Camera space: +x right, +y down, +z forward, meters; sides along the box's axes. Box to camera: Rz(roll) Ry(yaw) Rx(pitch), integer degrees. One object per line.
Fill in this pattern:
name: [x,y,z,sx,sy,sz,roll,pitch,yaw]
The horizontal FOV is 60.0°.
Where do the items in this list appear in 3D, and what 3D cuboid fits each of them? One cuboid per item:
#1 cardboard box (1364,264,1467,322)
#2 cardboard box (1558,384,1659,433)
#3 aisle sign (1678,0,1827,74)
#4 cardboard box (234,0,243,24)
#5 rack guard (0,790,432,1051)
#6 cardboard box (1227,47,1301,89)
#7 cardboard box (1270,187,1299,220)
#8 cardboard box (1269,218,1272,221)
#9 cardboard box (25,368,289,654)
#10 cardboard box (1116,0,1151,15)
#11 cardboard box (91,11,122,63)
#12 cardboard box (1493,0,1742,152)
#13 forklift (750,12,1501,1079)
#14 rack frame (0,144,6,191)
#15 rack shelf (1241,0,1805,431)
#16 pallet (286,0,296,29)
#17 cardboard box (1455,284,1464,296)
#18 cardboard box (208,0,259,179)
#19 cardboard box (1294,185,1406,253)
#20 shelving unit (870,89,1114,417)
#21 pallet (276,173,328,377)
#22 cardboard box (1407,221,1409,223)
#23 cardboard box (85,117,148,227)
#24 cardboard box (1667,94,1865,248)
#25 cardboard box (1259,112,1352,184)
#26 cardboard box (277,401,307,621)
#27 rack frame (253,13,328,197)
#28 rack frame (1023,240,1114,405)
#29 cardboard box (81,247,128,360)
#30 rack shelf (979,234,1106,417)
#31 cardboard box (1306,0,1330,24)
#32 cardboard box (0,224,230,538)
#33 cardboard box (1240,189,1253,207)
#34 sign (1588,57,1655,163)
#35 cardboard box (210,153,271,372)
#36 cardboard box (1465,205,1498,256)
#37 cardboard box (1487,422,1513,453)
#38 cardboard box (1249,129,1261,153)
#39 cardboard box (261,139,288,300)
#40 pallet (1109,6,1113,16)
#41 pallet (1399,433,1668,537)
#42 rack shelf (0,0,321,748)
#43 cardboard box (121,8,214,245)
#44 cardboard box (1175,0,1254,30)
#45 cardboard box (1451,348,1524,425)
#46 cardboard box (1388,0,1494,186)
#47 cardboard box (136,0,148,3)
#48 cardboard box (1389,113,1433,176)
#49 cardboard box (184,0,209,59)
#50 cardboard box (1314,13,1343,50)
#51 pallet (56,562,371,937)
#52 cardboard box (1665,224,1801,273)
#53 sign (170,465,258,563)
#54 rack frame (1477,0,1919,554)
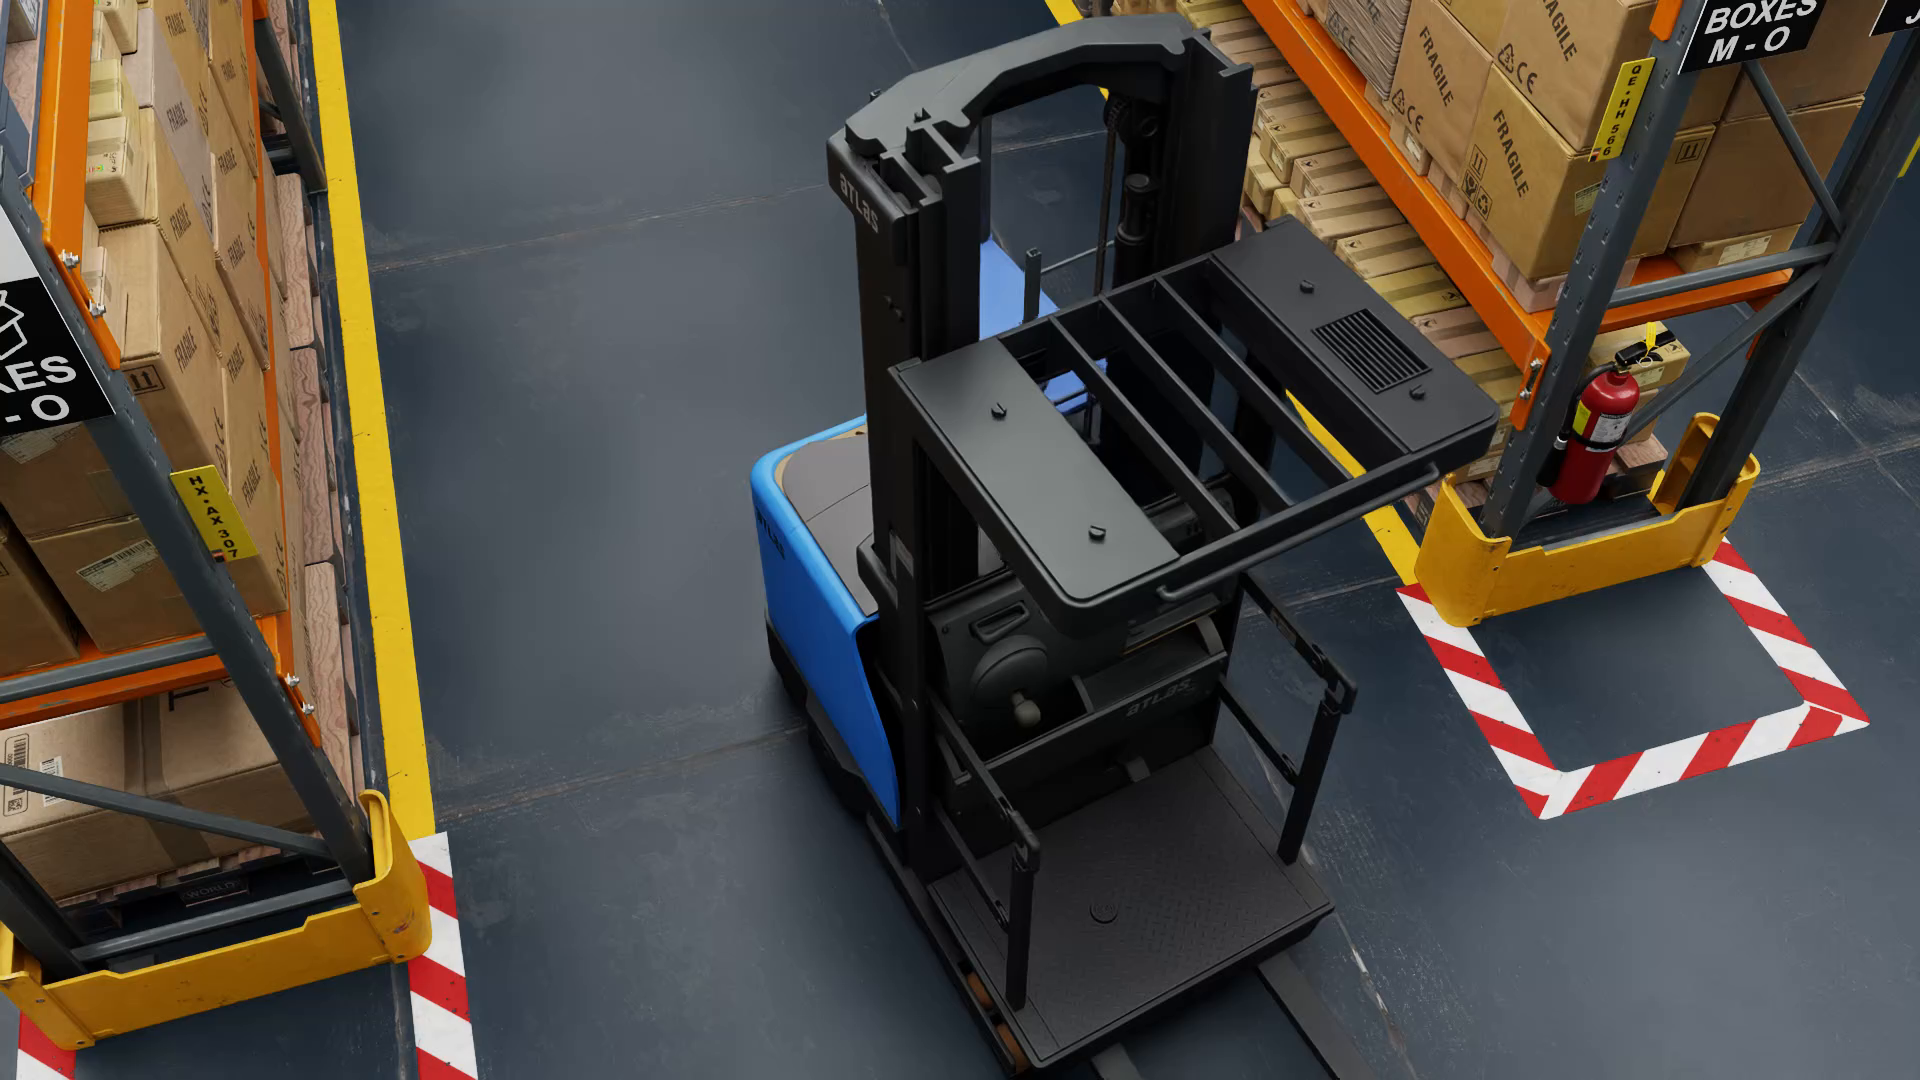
cardboard box: [1.756,-0.921,6.555,0.380,0.149,0.250,-14,51,-12]
cardboard box: [2.462,-0.579,6.462,0.380,0.149,0.250,-11,51,-9]
aisle sign: [2.107,-1.543,4.178,0.394,0.787,0.004,-13,51,-11]
cardboard box: [-3.129,-2.306,6.456,0.500,0.500,0.500,-13,51,-11]
rack guard: [-2.320,1.190,5.210,1.175,0.500,0.348,-13,51,-11]
cardboard box: [1.336,-2.080,7.532,0.380,0.149,0.250,-12,51,-10]
cardboard box: [1.564,-1.405,7.158,0.380,0.149,0.250,-11,51,-9]
cardboard box: [1.566,-1.311,7.273,0.380,0.149,0.250,-12,51,-10]
cardboard box: [-2.195,-0.081,4.581,0.500,0.500,0.500,-14,51,-11]
cardboard box: [0.990,-2.723,8.269,0.380,0.149,0.250,-11,51,-9]
cardboard box: [-2.503,-1.278,4.511,0.380,0.149,0.250,-13,51,-11]
cardboard box: [1.999,-1.555,4.974,0.500,0.500,0.500,-14,51,-12]
forklift: [0.464,0.293,4.376,1.130,2.935,3.031,-23,54,-18]
rack frame: [-2.327,-1.567,1.975,1.000,3.000,0.127,-13,51,-11]
rack shelf: [1.780,-2.055,6.781,1.077,0.370,4.000,-13,51,-11]
pallet: [-4.174,-3.095,9.011,1.003,0.211,1.213,-13,51,-11]
cardboard box: [2.316,-1.062,7.063,0.380,0.149,0.250,-13,51,-11]
cardboard box: [-2.808,-1.568,5.834,0.500,0.500,0.500,-14,51,-12]
cardboard box: [1.607,-1.308,6.881,0.380,0.149,0.250,-12,51,-10]
shelving unit: [0.166,-0.868,6.290,0.538,1.500,1.048,-25,54,-20]
pallet: [-3.360,-1.083,7.315,1.003,0.211,1.213,-13,51,-11]
cardboard box: [2.137,-1.335,7.099,0.380,0.149,0.250,-16,52,-13]
cardboard box: [-2.280,-0.910,4.201,0.380,0.149,0.250,-12,51,-10]
cardboard box: [2.503,-1.345,5.451,0.500,0.500,0.500,-11,51,-9]
cardboard box: [1.531,-1.710,7.220,0.380,0.149,0.250,-13,51,-11]
cardboard box: [-2.896,-0.069,6.037,0.875,0.438,0.875,-12,51,-10]
rack frame: [-3.510,-2.555,6.731,1.000,3.000,0.127,-13,51,-11]
rack frame: [0.432,-0.536,6.011,0.500,1.500,0.032,-25,54,-20]
cardboard box: [-2.167,-0.519,3.871,0.380,0.149,0.250,-12,51,-10]
rack shelf: [0.166,-0.752,6.428,0.538,0.185,1.000,-25,54,-20]
cardboard box: [1.549,-2.336,6.287,0.500,0.500,0.500,-11,51,-9]
cardboard box: [-2.197,-0.403,4.198,0.500,0.500,0.500,-14,51,-12]
cardboard box: [1.412,-1.687,7.590,0.380,0.149,0.250,-15,51,-12]
sign: [1.836,-1.190,4.617,0.100,0.325,0.005,-13,51,-11]
cardboard box: [-2.504,-0.820,5.203,0.500,0.500,0.500,-14,51,-11]
cardboard box: [1.968,-1.110,5.678,0.380,0.149,0.250,-13,51,-11]
cardboard box: [1.943,-0.460,6.361,0.380,0.149,0.250,-15,51,-12]
cardboard box: [1.407,-1.786,7.479,0.380,0.149,0.250,-14,51,-11]
cardboard box: [-3.427,-1.381,7.143,0.875,0.438,0.875,-14,51,-12]
pallet: [1.421,-2.366,8.397,1.003,0.211,1.213,-13,51,-11]
pallet: [2.143,-0.584,6.894,1.003,0.211,1.213,-13,51,-11]
rack shelf: [-2.918,-0.862,5.775,1.077,0.370,4.000,-13,51,-11]
cardboard box: [-2.516,-1.153,4.830,0.500,0.500,0.500,-14,51,-11]
cardboard box: [1.240,-2.469,7.860,0.380,0.149,0.250,-14,51,-11]
cardboard box: [1.973,-0.564,6.254,0.380,0.149,0.250,-13,51,-11]
cardboard box: [1.846,-1.602,5.668,0.500,0.500,0.500,-14,51,-12]
cardboard box: [-2.586,-1.661,4.834,0.380,0.149,0.250,-14,51,-12]
cardboard box: [1.781,-1.470,5.982,0.380,0.149,0.250,-12,51,-10]
cardboard box: [-2.805,-1.885,5.447,0.500,0.500,0.500,-13,51,-10]
cardboard box: [1.615,-2.070,6.487,0.380,0.149,0.250,-13,51,-10]
pallet: [-2.638,0.699,5.812,1.003,0.211,1.213,-13,51,-11]
cardboard box: [2.589,-1.056,5.632,0.380,0.149,0.250,-14,51,-11]
sign: [-1.795,-0.059,4.009,0.100,0.325,0.005,-13,51,-11]
rack frame: [2.372,-0.826,5.274,1.000,3.000,0.127,-13,51,-11]
